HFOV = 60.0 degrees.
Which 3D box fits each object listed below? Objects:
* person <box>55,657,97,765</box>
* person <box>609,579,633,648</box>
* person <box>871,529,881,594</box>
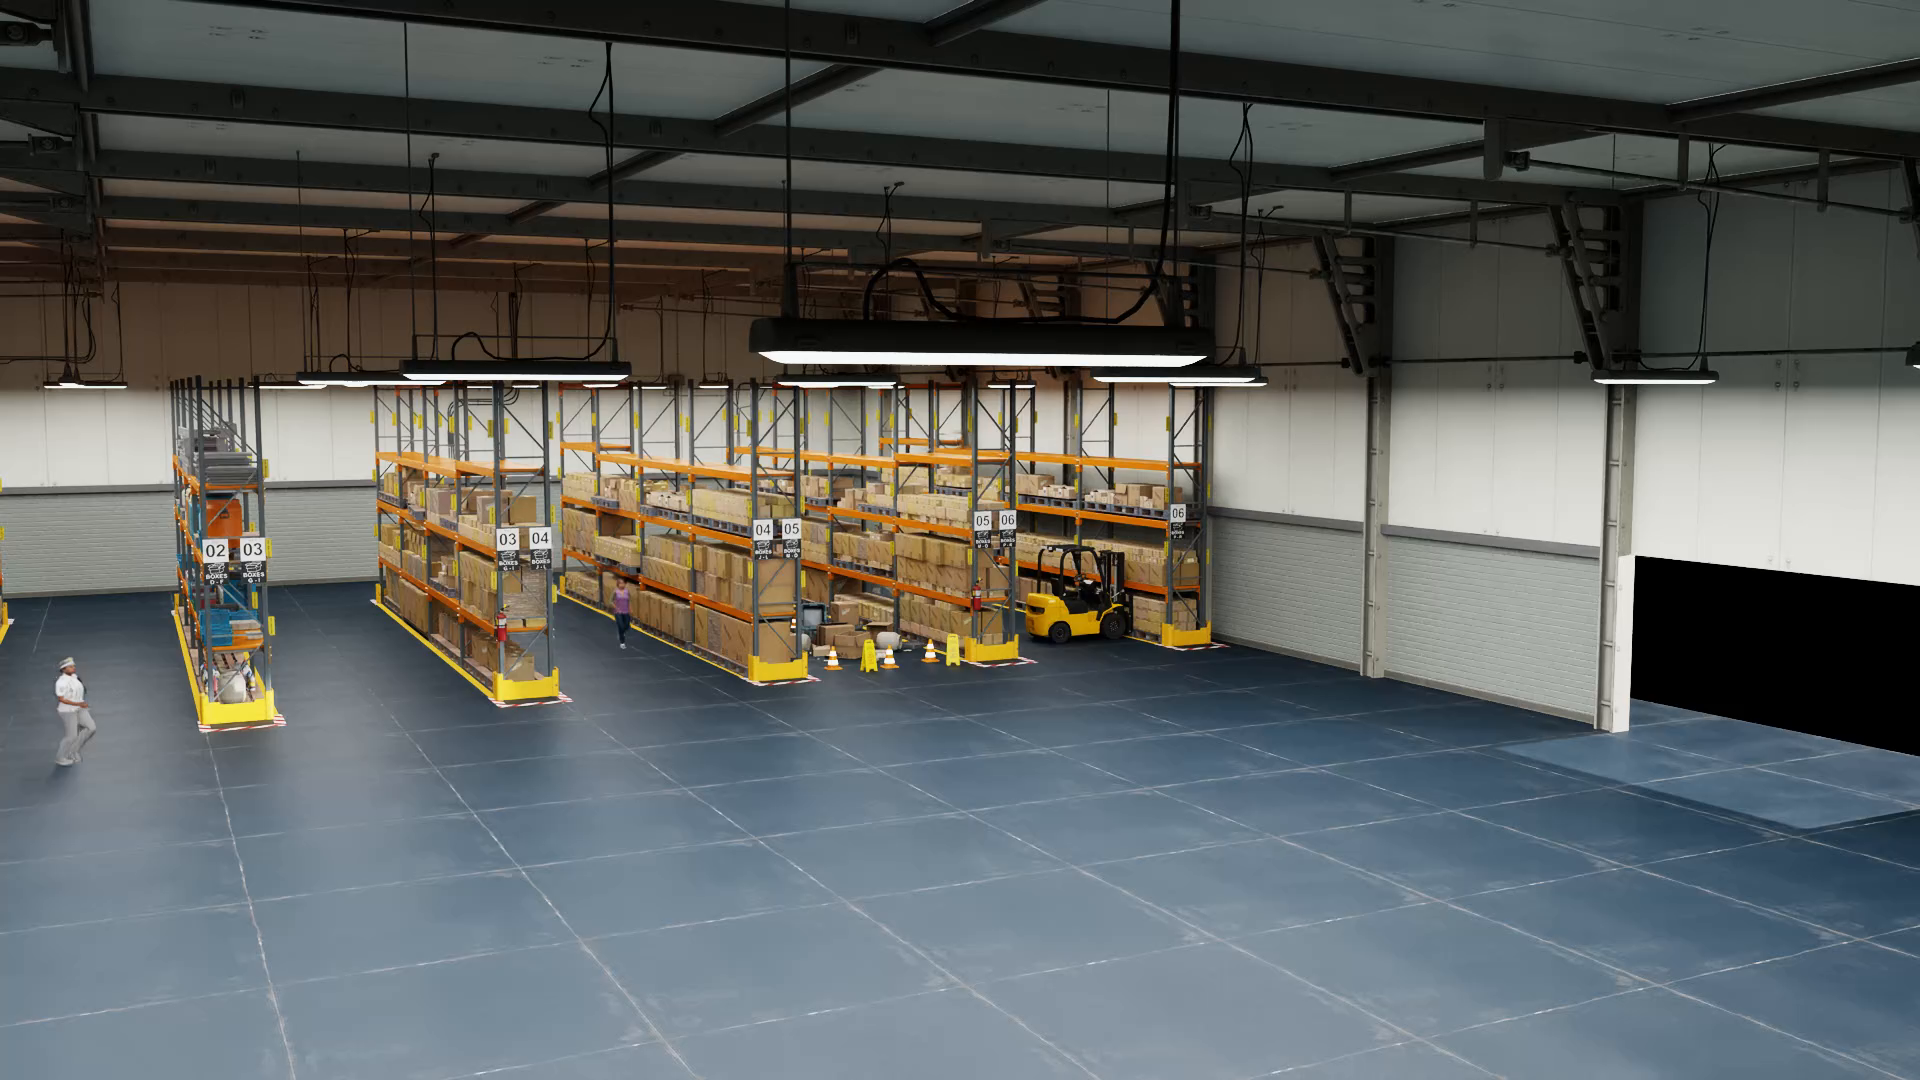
[{"bbox_3d":[-13.632,2.617,25.567,0.603,1.662,0.586,0,5,3],"label":"person"},{"bbox_3d":[-7.596,1.643,37.294,0.541,1.560,0.549,-3,6,-28],"label":"person"},{"bbox_3d":[-2.303,0.584,44.911,0.707,1.757,0.534,-3,6,-26],"label":"person"}]
